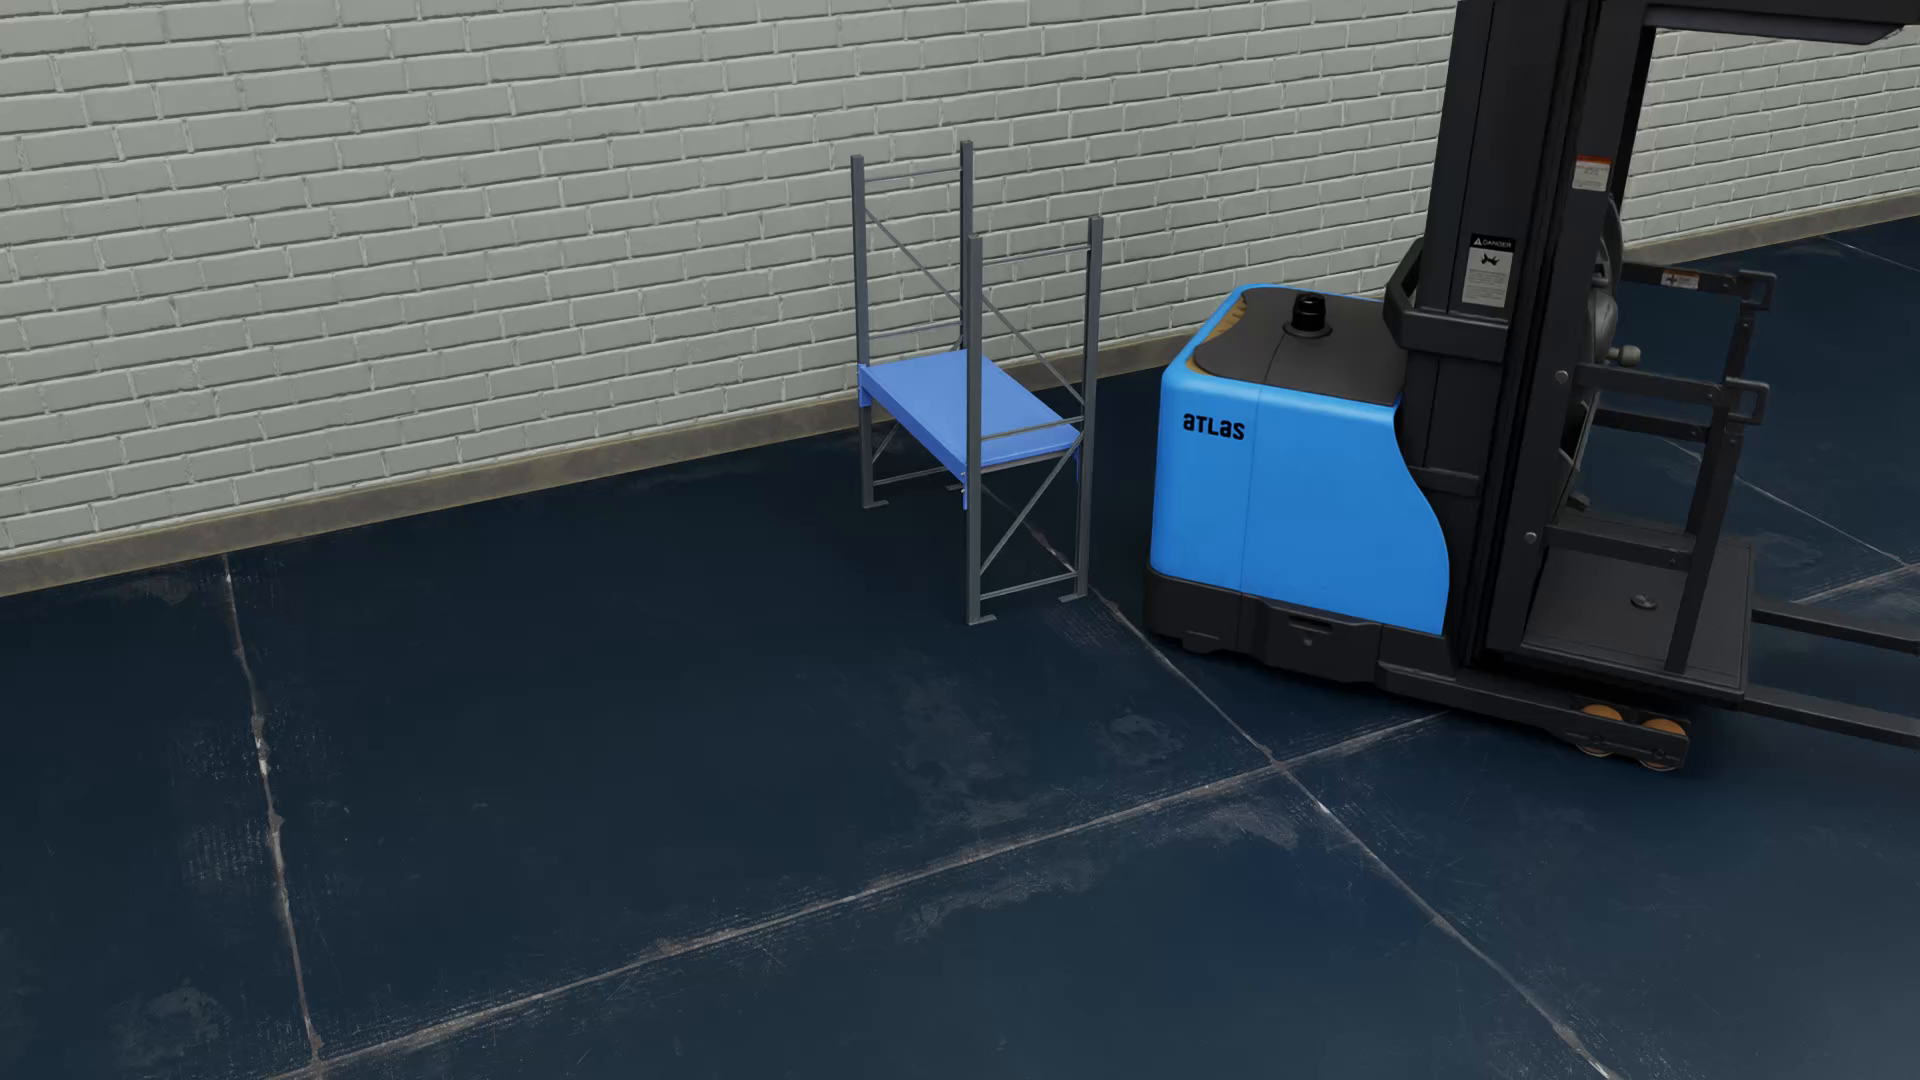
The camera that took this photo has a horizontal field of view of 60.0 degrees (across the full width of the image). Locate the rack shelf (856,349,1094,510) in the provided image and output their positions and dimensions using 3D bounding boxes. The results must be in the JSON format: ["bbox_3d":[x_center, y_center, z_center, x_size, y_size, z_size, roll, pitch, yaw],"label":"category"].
[{"bbox_3d":[0.037,-0.460,6.404,0.538,0.185,1.000,-13,32,-22],"label":"rack shelf"}]

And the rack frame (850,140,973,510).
[{"bbox_3d":[-0.182,-0.841,6.716,0.500,1.500,0.032,-13,32,-22],"label":"rack frame"}]

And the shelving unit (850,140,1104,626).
[{"bbox_3d":[0.037,-0.616,6.316,0.538,1.500,1.048,-13,32,-22],"label":"shelving unit"}]

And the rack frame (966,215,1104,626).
[{"bbox_3d":[0.255,-0.392,5.916,0.500,1.500,0.032,-13,32,-22],"label":"rack frame"}]

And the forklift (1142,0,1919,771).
[{"bbox_3d":[2.228,-0.823,5.222,3.031,2.935,1.130,12,32,21],"label":"forklift"}]
